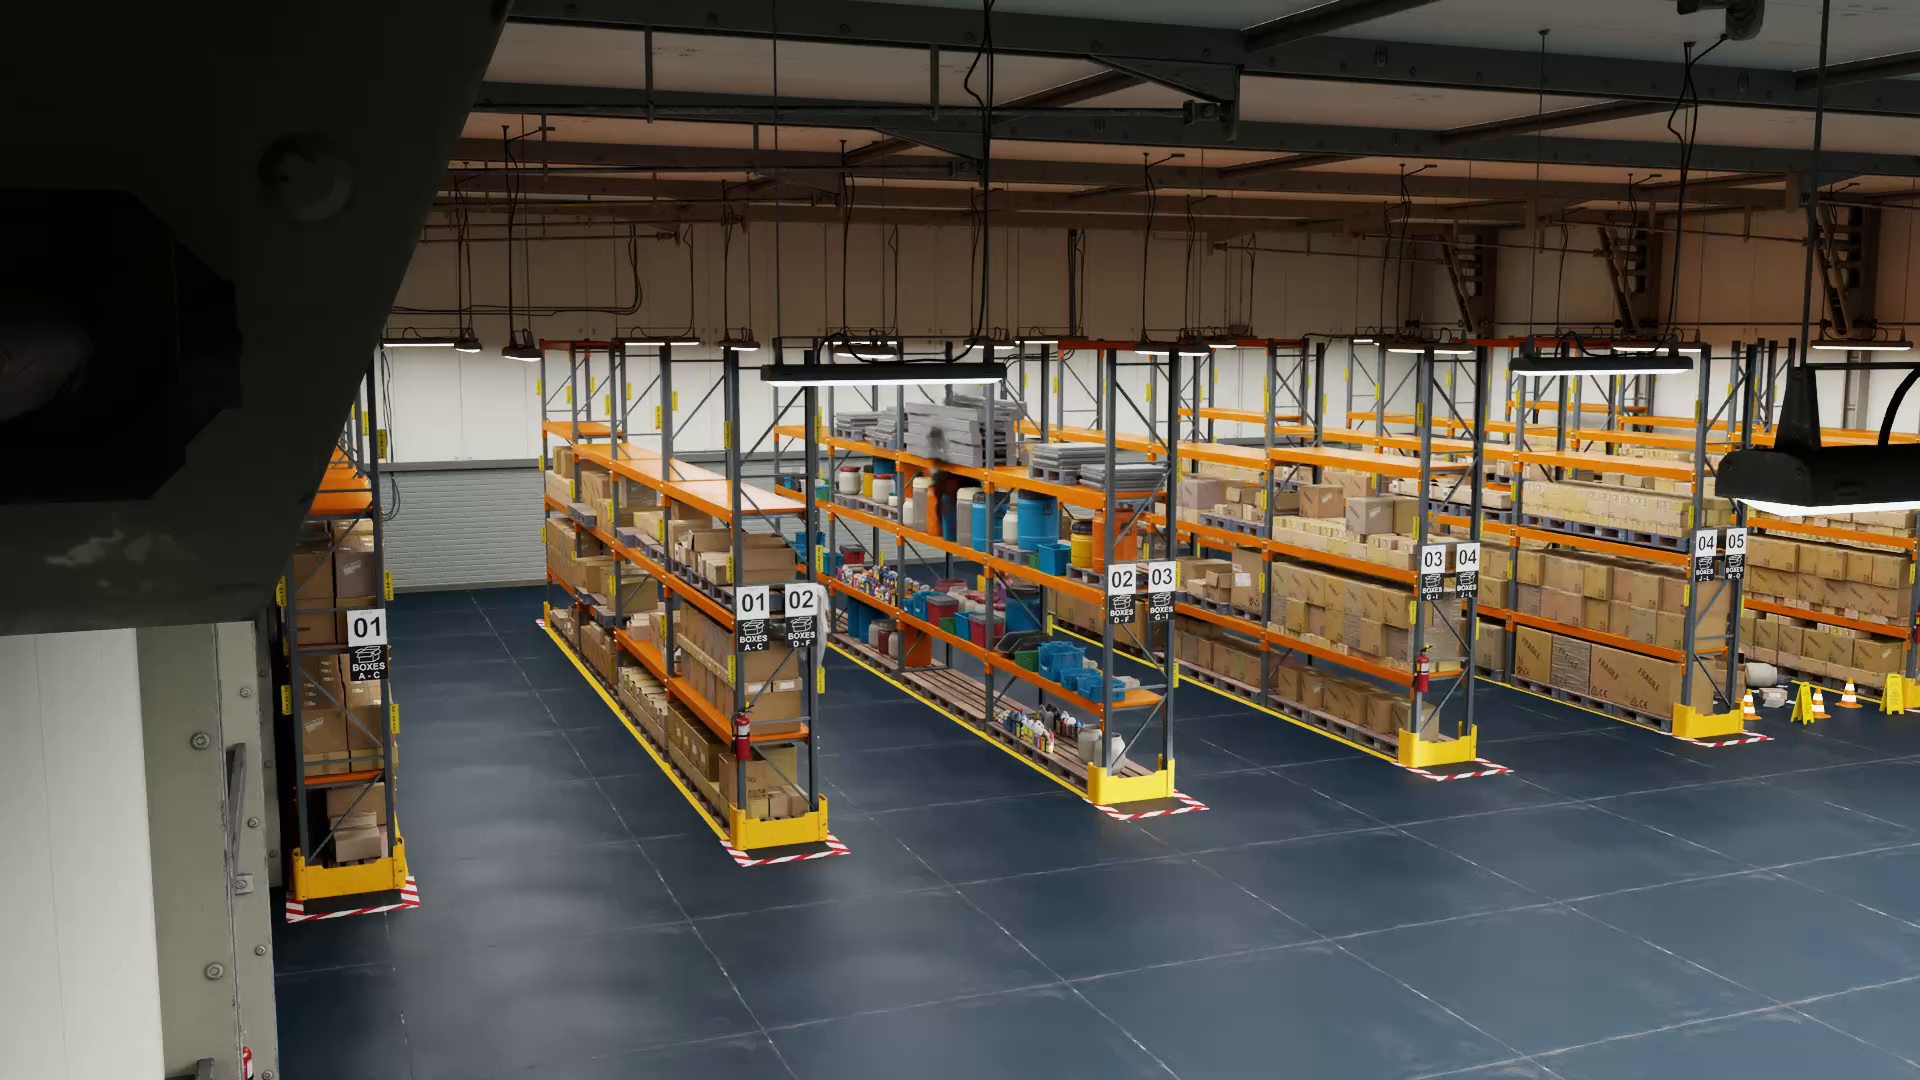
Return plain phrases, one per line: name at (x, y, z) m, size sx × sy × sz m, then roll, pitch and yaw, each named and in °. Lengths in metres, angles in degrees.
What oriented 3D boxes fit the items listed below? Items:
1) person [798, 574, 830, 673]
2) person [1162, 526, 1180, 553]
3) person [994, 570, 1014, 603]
person at (-2.564, 1.438, 29.038) m, size 0.710 × 1.713 × 0.782 m, roll -5°, pitch 9°, yaw -31°
person at (4.709, 0.515, 38.058) m, size 0.696 × 1.815 × 0.680 m, roll -2°, pitch 8°, yaw -17°
person at (0.874, 1.296, 32.308) m, size 0.533 × 1.568 × 0.806 m, roll -5°, pitch 9°, yaw -36°
